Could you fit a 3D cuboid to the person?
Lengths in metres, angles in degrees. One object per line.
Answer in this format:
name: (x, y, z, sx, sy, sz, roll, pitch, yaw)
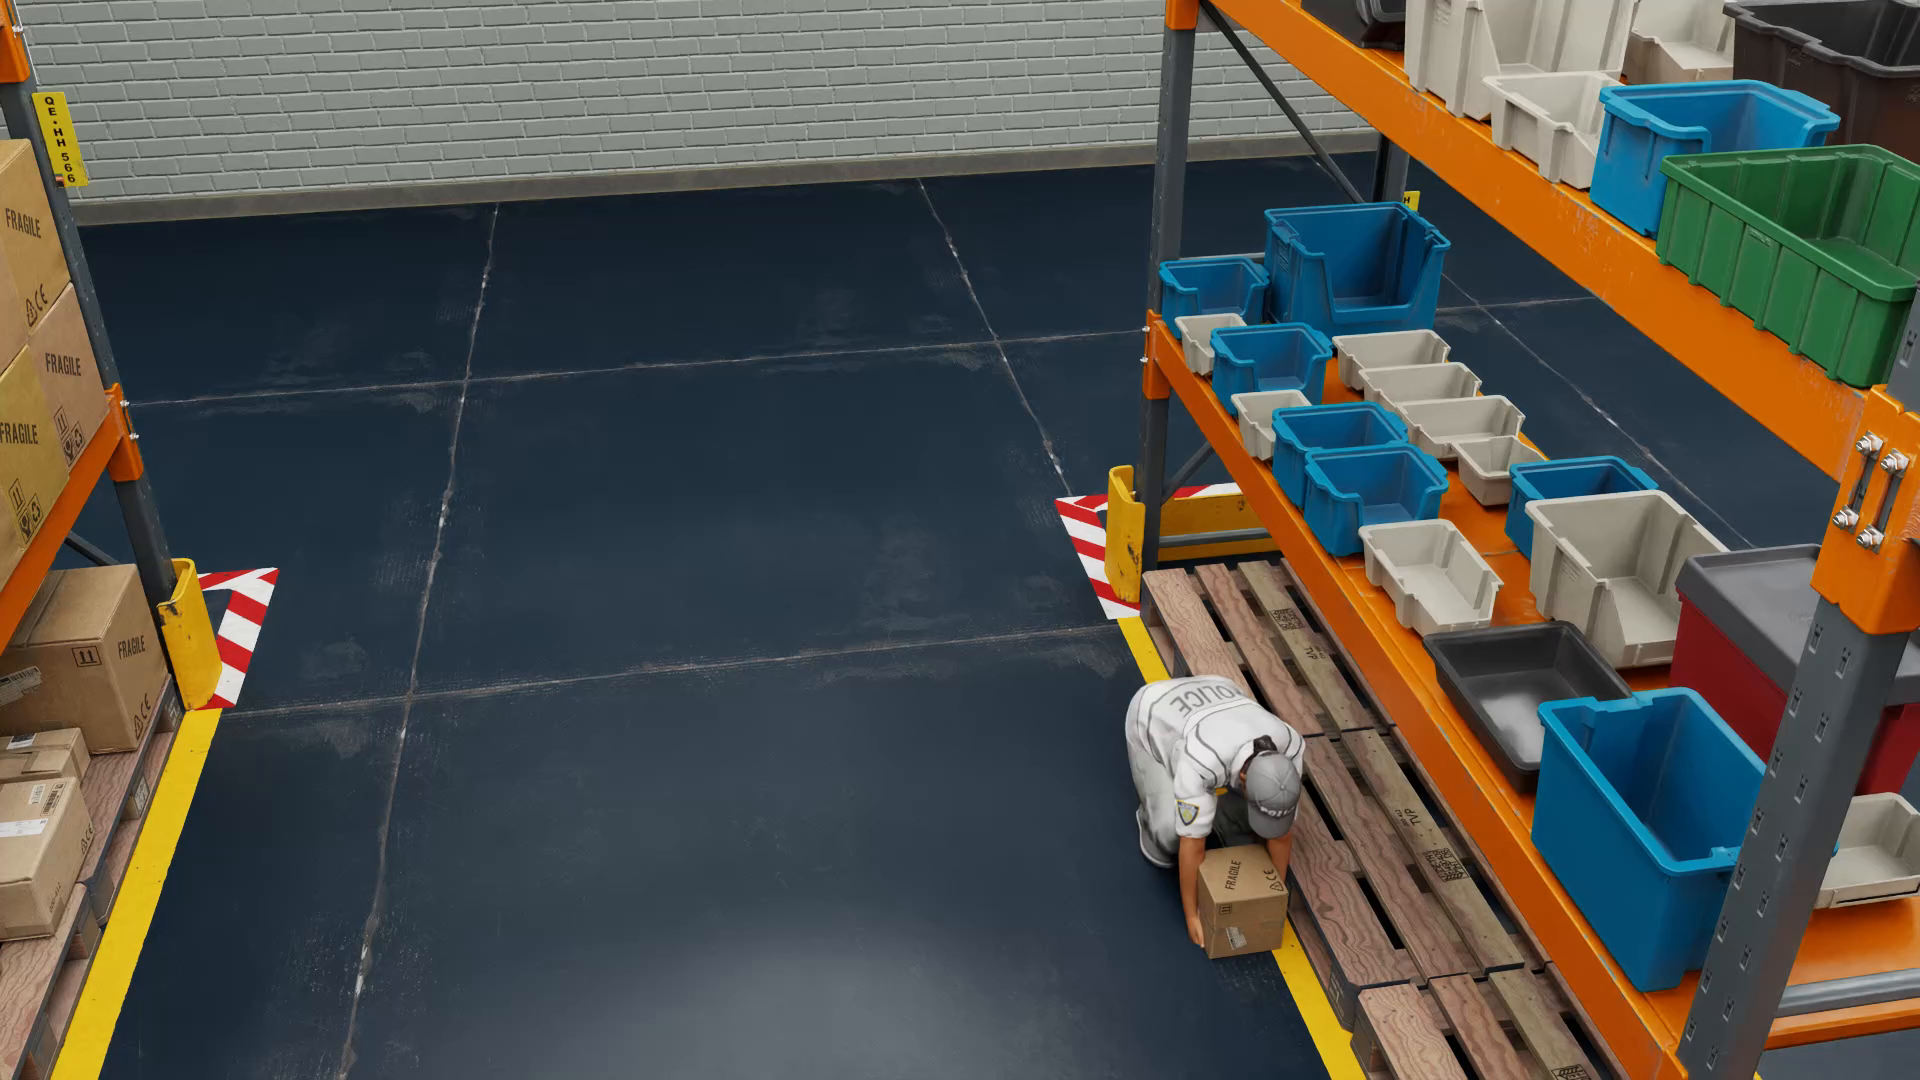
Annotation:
person: (0.871, 0.856, 5.671, 0.512, 0.816, 0.899, -6, 31, -10)
